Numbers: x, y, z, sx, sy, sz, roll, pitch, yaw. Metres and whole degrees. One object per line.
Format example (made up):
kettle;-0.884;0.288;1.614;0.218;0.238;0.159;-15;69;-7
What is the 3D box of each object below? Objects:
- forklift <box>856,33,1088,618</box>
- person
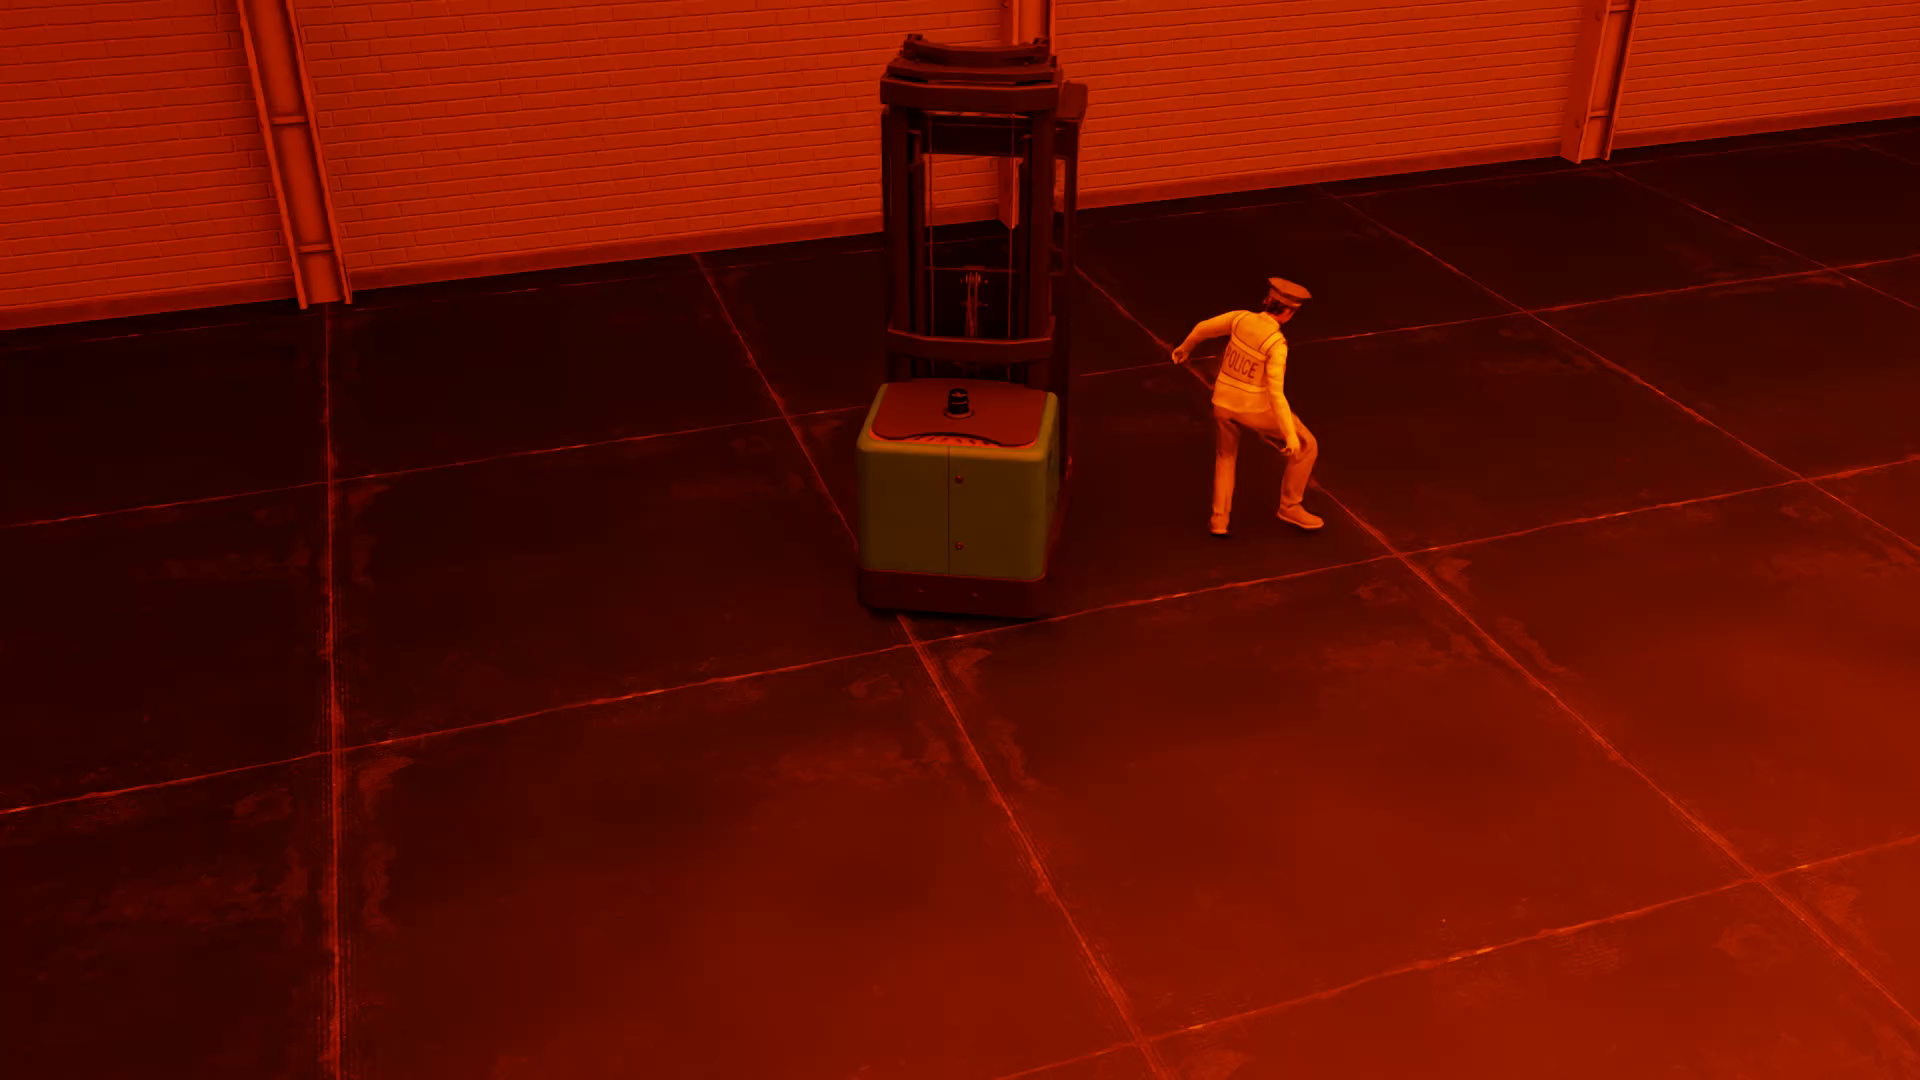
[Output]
forklift;0.144;-1.555;9.789;1.130;2.935;3.031;4;30;7
person;1.665;-0.793;9.899;0.539;1.608;1.060;-26;39;-38
